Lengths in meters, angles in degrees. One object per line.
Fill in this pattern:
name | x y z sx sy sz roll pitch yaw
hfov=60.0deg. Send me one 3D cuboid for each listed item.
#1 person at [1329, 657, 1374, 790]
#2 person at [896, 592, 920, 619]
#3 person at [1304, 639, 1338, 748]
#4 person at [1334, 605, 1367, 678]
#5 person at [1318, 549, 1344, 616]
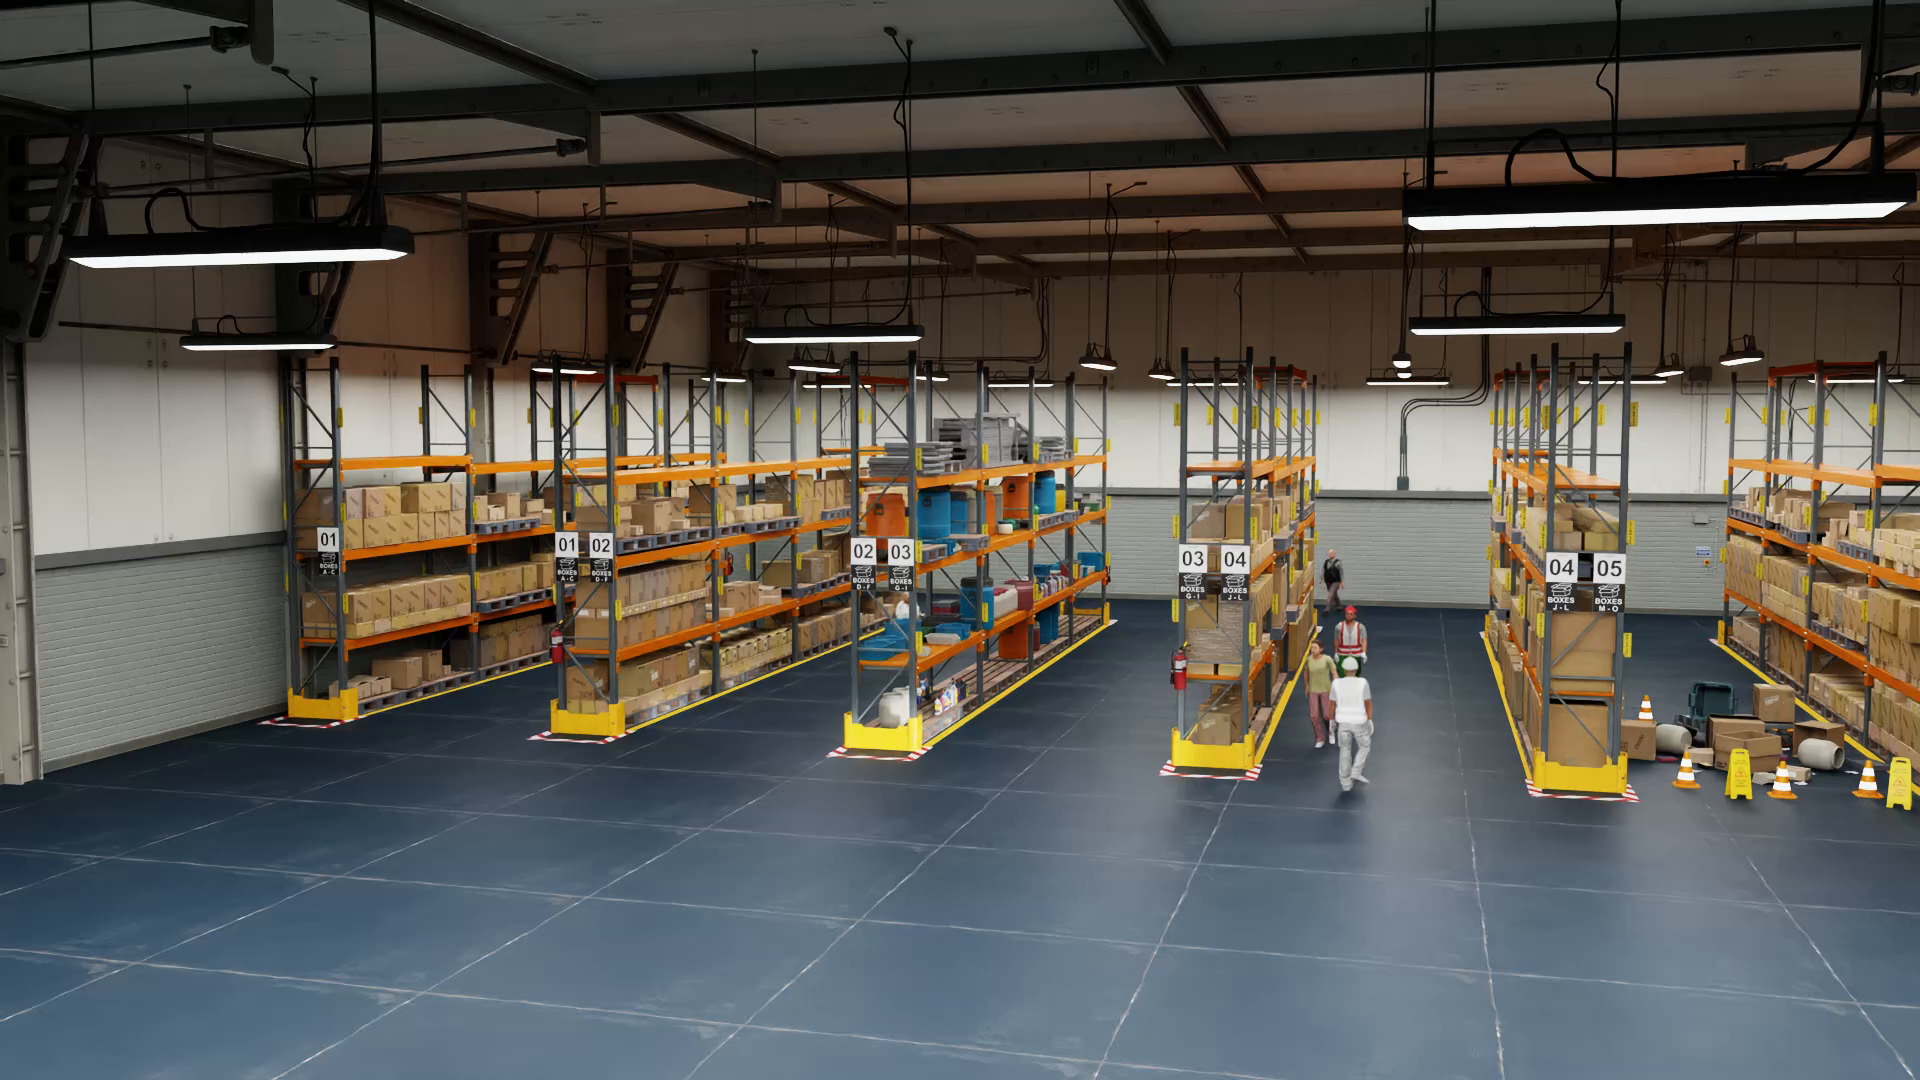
person | 5.258 2.467 22.375 0.599 1.774 0.489 2 5 28
person | -1.025 1.655 32.507 0.532 1.401 1.004 1 4 12
person | 5.515 2.318 25.407 0.524 1.654 0.523 2 5 24
person | 6.739 2.003 28.676 0.554 1.735 1.023 1 4 11
person | 9.383 1.066 42.001 1.096 1.651 0.559 -3 5 -39
